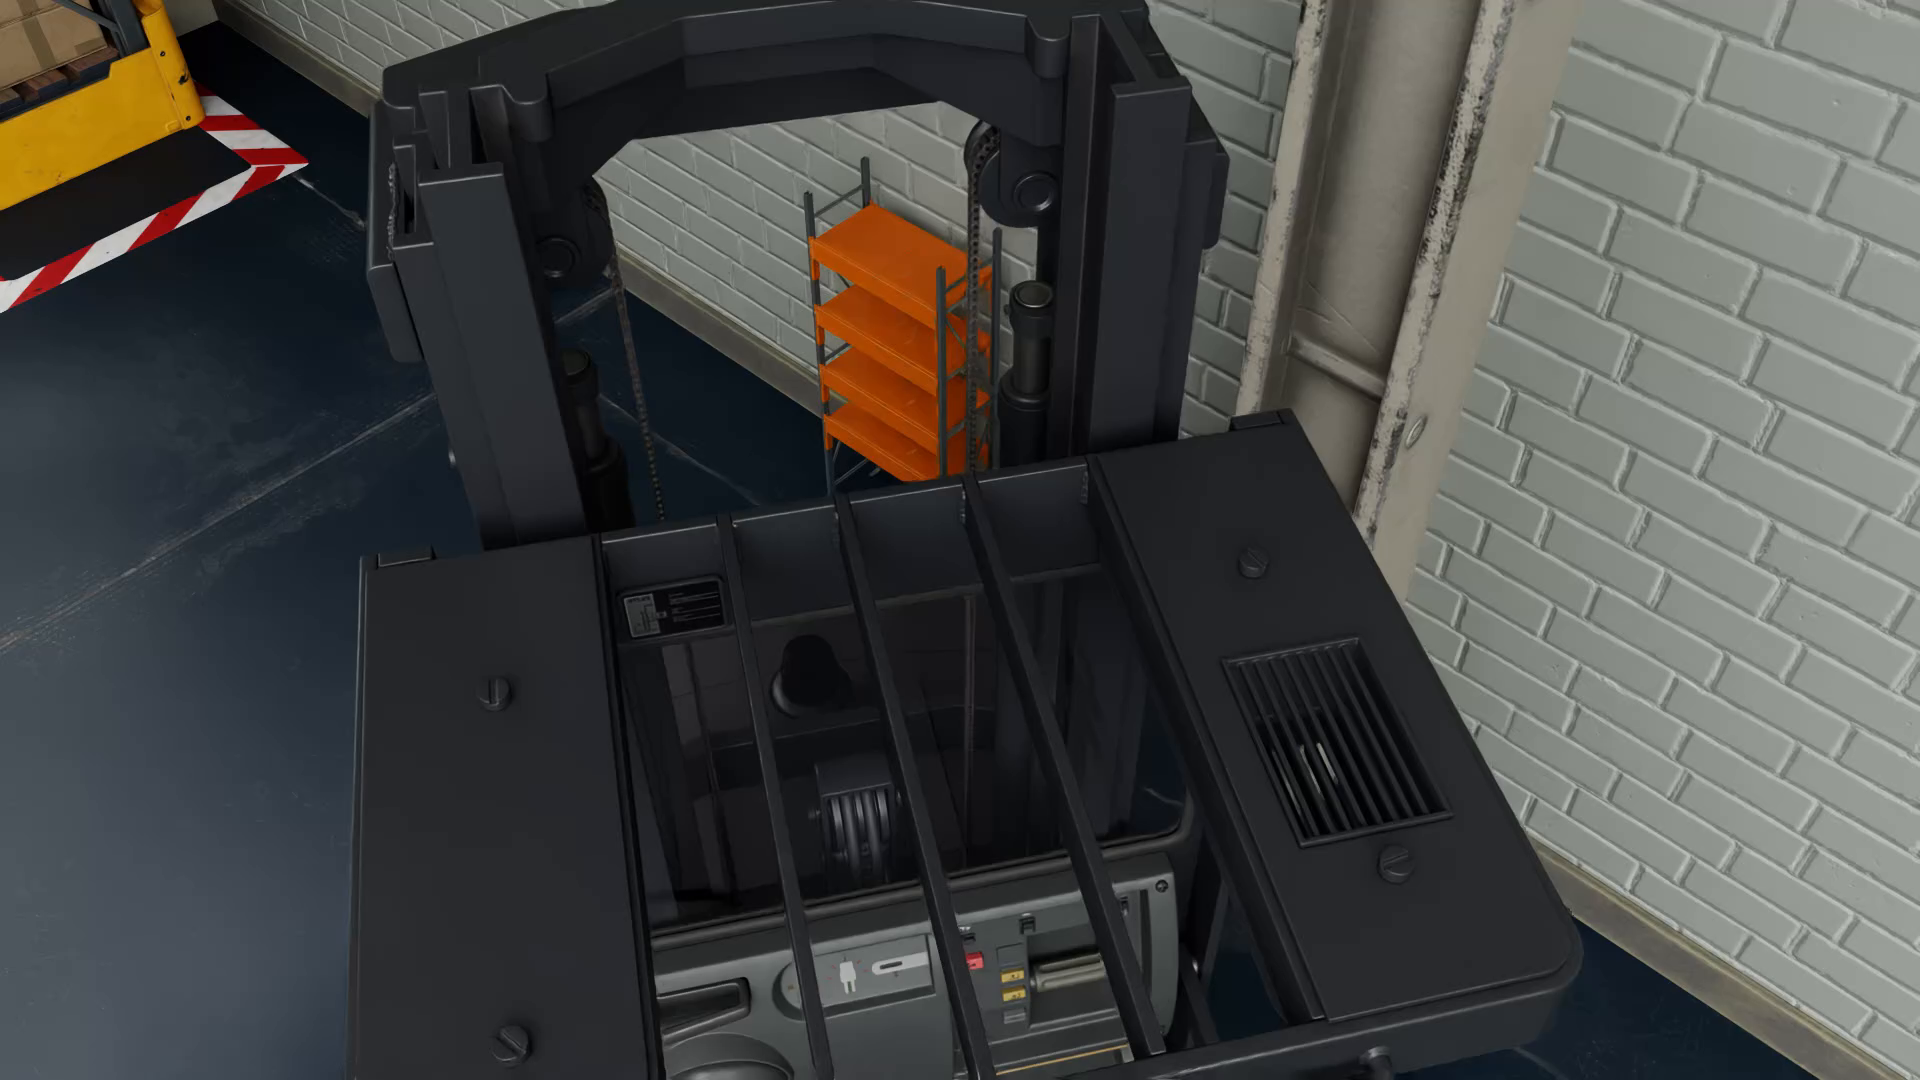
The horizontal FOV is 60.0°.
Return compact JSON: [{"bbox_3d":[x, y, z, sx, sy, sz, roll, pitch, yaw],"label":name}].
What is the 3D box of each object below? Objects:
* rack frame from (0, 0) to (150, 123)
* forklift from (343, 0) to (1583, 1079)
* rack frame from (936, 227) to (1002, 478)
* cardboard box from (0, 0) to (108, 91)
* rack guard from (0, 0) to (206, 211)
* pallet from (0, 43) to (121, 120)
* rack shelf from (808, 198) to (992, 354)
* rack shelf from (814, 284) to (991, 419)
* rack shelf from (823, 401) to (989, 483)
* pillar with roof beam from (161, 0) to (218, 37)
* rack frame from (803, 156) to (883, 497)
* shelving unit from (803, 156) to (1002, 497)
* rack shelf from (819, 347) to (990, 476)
[{"bbox_3d":[-3.641,-2.562,5.598,0.127,3.000,1.000,34,55,28],"label":"rack frame"},{"bbox_3d":[-0.061,0.850,2.441,1.130,2.935,3.031,-9,48,-9],"label":"forklift"},{"bbox_3d":[0.025,-0.345,4.750,0.015,1.200,0.240,33,55,27],"label":"rack frame"},{"bbox_3d":[-3.869,-2.112,6.773,0.500,0.250,0.500,34,56,28],"label":"cardboard box"},{"bbox_3d":[-3.623,-1.694,6.498,0.348,0.500,1.175,34,55,28],"label":"rack guard"},{"bbox_3d":[-4.232,-1.963,6.948,1.213,0.211,1.003,34,55,28],"label":"pallet"},{"bbox_3d":[-0.156,-0.733,4.576,0.480,0.148,0.258,33,55,27],"label":"rack shelf"},{"bbox_3d":[-0.156,-0.571,4.748,0.480,0.148,0.258,33,55,27],"label":"rack shelf"},{"bbox_3d":[-0.156,-0.282,5.056,0.480,0.148,0.258,33,55,27],"label":"rack shelf"},{"bbox_3d":[-6.461,-3.136,2.022,0.400,9.000,9.100,34,55,28],"label":"pillar with roof beam"},{"bbox_3d":[-0.337,-0.583,4.975,0.015,1.200,0.240,33,55,27],"label":"rack frame"},{"bbox_3d":[-0.156,-0.464,4.863,0.503,1.200,0.258,33,55,27],"label":"shelving unit"},{"bbox_3d":[-0.156,-0.418,4.912,0.480,0.148,0.258,33,55,27],"label":"rack shelf"}]
